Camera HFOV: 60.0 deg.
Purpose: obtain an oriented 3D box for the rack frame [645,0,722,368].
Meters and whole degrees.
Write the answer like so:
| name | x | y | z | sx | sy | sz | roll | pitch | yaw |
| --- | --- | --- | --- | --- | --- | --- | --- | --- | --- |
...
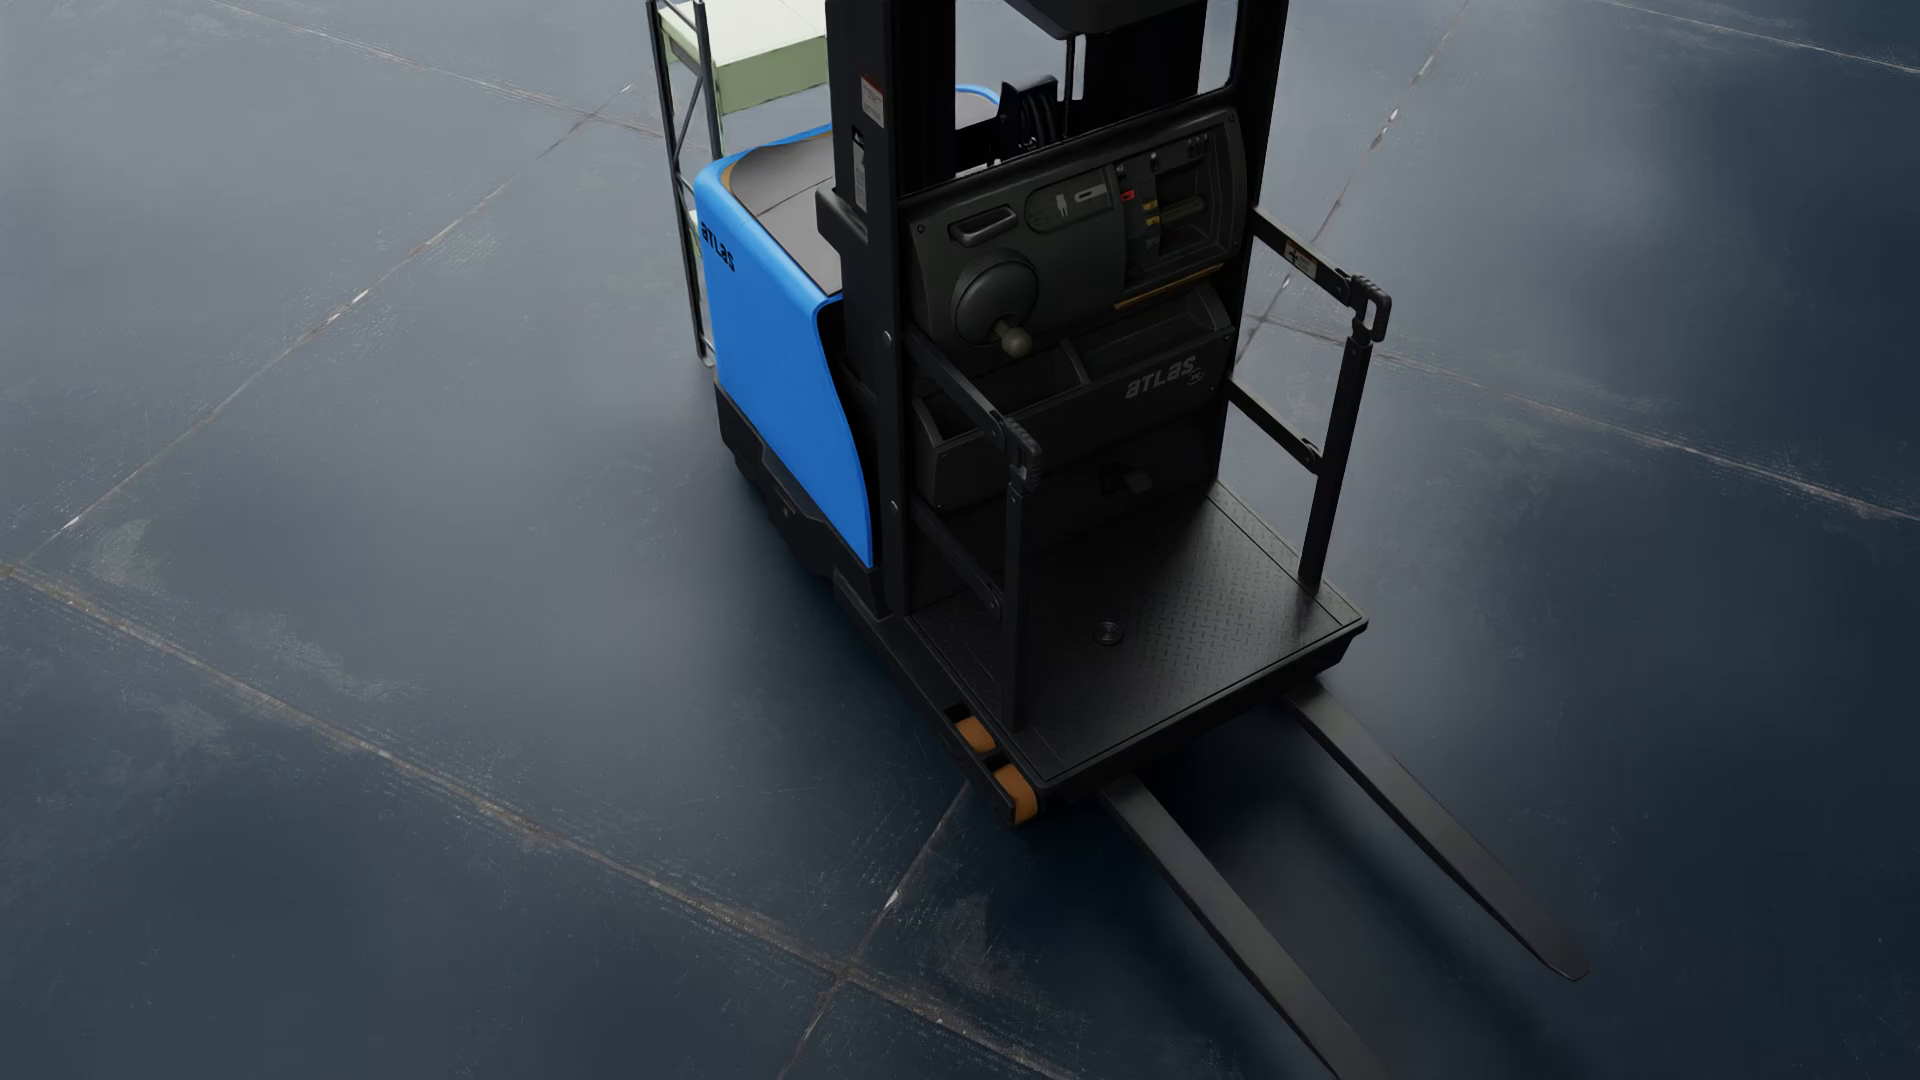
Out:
| name | x | y | z | sx | sy | sz | roll | pitch | yaw |
| --- | --- | --- | --- | --- | --- | --- | --- | --- | --- |
| rack frame | -0.819 | -1.073 | 5.252 | 0.023 | 1.500 | 0.400 | -24 | 50 | -22 |

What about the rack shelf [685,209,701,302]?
| name | x | y | z | sx | sy | sz | roll | pitch | yaw |
| --- | --- | --- | --- | --- | --- | --- | --- | --- | --- |
| rack shelf | -0.508 | -0.981 | 5.620 | 0.720 | 0.370 | 0.431 | -24 | 50 | -22 |

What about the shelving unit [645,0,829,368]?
| name | x | y | z | sx | sy | sz | roll | pitch | yaw |
| --- | --- | --- | --- | --- | --- | --- | --- | --- | --- |
| shelving unit | -0.510 | -1.212 | 5.390 | 0.755 | 1.500 | 0.431 | -24 | 50 | -22 |

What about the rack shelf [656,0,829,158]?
| name | x | y | z | sx | sy | sz | roll | pitch | yaw |
| --- | --- | --- | --- | --- | --- | --- | --- | --- | --- |
| rack shelf | -0.512 | -1.489 | 5.115 | 0.720 | 0.370 | 0.431 | -24 | 50 | -22 |

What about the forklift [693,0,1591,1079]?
| name | x | y | z | sx | sy | sz | roll | pitch | yaw |
| --- | --- | --- | --- | --- | --- | --- | --- | --- | --- |
| forklift | 0.413 | -0.647 | 3.829 | 1.130 | 2.935 | 3.031 | -24 | 50 | -22 |
